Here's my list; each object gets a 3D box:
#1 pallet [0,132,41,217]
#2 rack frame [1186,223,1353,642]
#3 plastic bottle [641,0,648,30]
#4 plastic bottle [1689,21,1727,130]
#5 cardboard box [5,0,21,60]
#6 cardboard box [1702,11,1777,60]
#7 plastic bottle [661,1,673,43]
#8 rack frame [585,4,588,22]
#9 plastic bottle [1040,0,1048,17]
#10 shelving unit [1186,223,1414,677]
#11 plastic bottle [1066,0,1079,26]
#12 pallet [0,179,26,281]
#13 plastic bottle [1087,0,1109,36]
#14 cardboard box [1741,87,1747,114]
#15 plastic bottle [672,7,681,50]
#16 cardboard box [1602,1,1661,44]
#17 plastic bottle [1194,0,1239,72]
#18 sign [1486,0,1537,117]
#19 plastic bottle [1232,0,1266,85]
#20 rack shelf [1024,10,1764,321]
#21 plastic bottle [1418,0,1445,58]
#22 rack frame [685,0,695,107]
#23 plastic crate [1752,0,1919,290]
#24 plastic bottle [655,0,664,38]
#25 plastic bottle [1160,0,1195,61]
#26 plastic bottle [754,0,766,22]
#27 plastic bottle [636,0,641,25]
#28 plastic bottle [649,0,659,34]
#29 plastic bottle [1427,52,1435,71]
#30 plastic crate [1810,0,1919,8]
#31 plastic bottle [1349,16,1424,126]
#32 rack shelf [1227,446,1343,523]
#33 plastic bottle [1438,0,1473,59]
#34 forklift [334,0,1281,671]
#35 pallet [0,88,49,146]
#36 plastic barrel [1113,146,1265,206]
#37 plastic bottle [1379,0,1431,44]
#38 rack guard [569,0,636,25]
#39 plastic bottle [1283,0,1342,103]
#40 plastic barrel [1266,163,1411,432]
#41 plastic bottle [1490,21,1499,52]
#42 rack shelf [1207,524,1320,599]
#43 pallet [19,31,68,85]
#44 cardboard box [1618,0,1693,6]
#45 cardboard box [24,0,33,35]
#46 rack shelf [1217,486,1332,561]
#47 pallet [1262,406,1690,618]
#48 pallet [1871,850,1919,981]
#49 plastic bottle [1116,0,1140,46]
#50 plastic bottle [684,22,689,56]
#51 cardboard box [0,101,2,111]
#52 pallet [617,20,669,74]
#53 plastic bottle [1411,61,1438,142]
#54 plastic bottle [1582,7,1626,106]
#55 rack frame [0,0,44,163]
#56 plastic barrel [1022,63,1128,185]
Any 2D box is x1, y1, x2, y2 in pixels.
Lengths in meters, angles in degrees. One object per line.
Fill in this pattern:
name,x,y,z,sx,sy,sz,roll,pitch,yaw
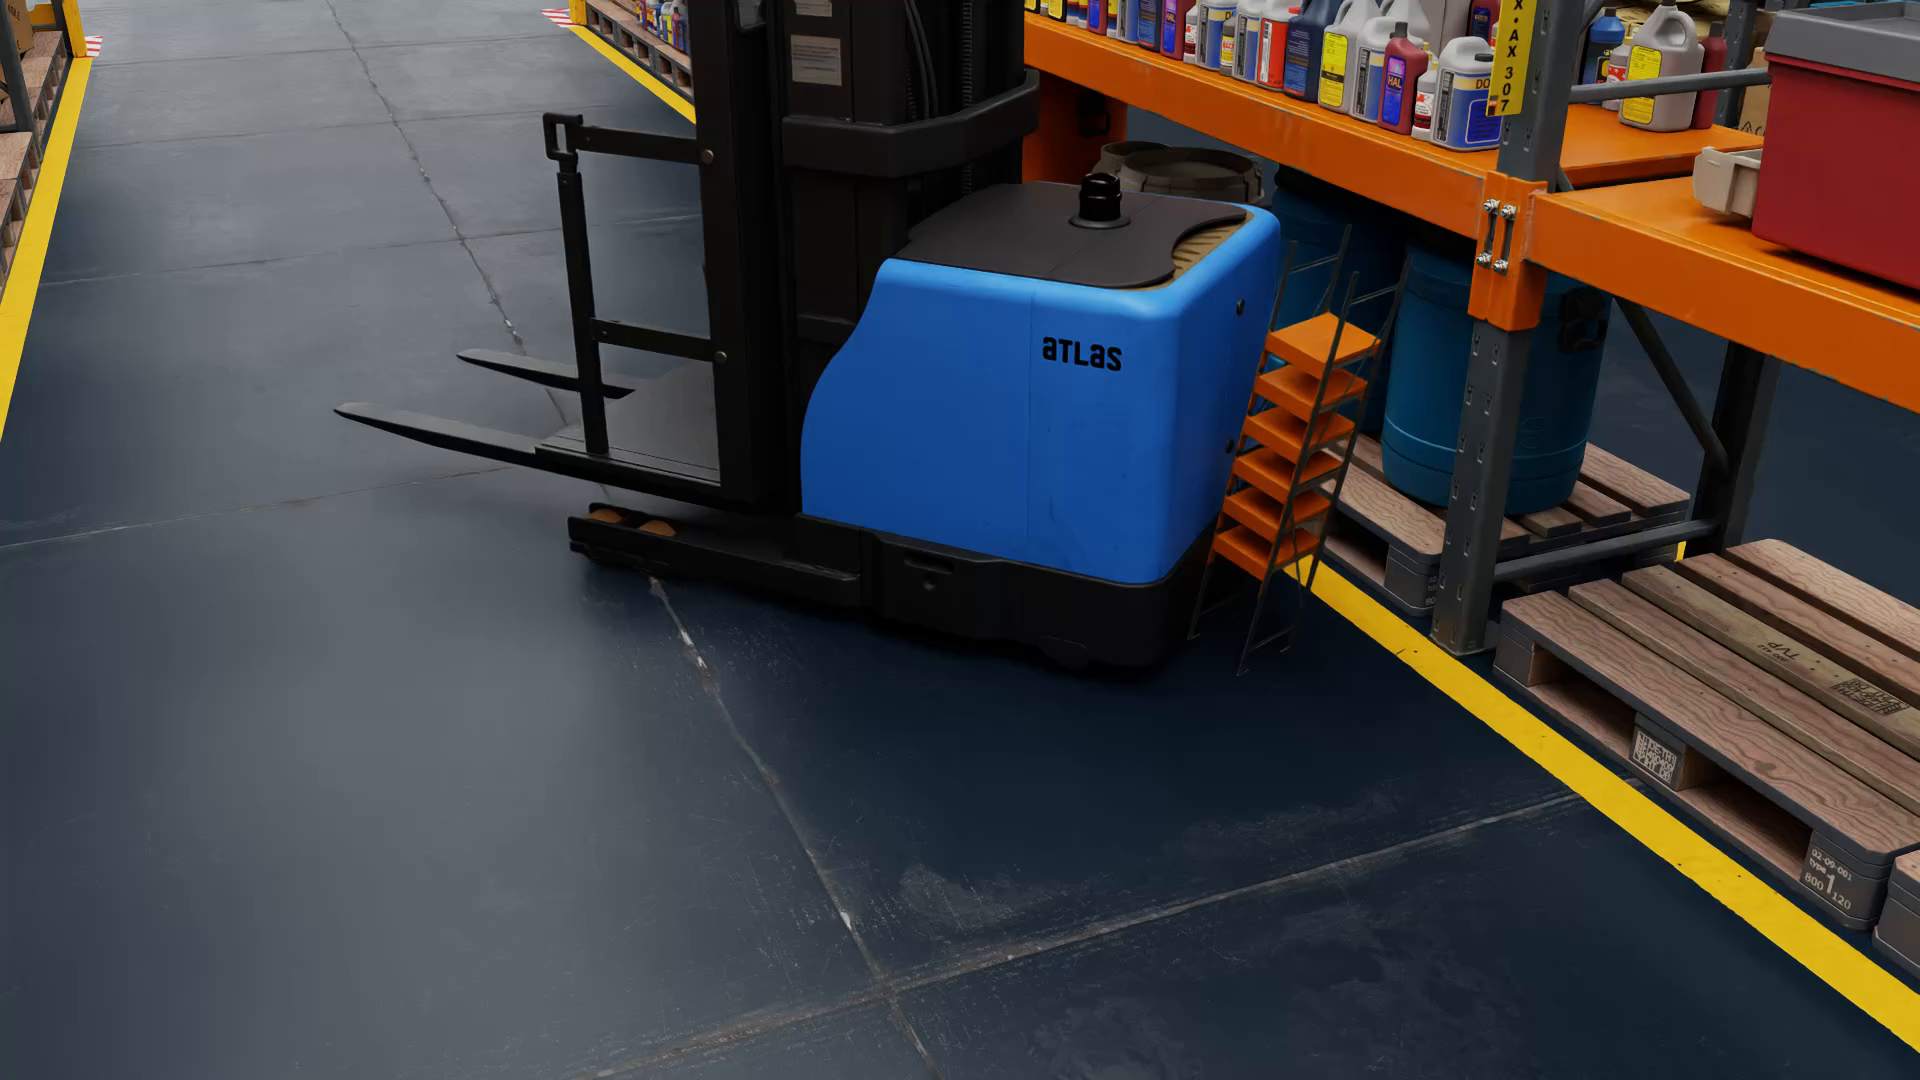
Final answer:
pallet,-5.584,-1.939,8.981,1.003,0.211,1.213,-11,28,-21
rack frame,0.793,-0.247,4.331,0.240,1.200,0.006,-22,45,-37
plastic bottle,-2.404,-4.069,12.760,0.061,0.283,0.133,-10,28,-20
plastic bottle,2.049,-1.297,4.620,0.061,0.283,0.133,-11,28,-21
cardboard box,-6.734,-3.440,11.247,0.500,0.500,0.500,-8,27,-16
cardboard box,4.858,-3.059,10.113,0.500,0.311,0.500,-10,28,-19
plastic bottle,-2.112,-3.816,12.249,0.152,0.276,0.135,-10,28,-20
rack frame,-2.899,-5.972,14.063,1.000,3.000,0.127,-11,28,-21
plastic bottle,0.359,-2.131,6.422,0.097,0.201,0.097,0,26,0
shelving unit,0.853,-0.202,4.279,0.258,1.200,0.189,-22,45,-37
plastic bottle,0.450,-2.069,6.216,0.097,0.271,0.097,0,26,0
pallet,-5.102,-1.446,7.971,1.003,0.211,1.213,-11,28,-21
plastic bottle,0.516,-1.985,6.031,0.061,0.283,0.133,-11,28,-21
cardboard box,4.858,-2.807,10.236,0.500,0.250,0.500,-11,28,-21
plastic bottle,-2.028,-3.681,11.965,0.061,0.283,0.133,-9,27,-17
cardboard box,4.152,-3.175,10.350,0.500,0.311,0.500,-11,28,-21
plastic bottle,0.864,-1.675,5.402,0.152,0.276,0.135,-11,28,-21
sign,1.293,-1.158,3.888,0.100,0.325,0.005,-11,28,-21
plastic bottle,0.955,-1.581,5.210,0.152,0.276,0.135,-11,28,-21
rack shelf,1.017,-1.612,5.952,1.077,0.370,4.000,-11,28,-21
plastic bottle,1.467,-1.672,5.397,0.152,0.276,0.135,-11,28,-21
rack frame,-1.333,-4.357,10.755,1.000,3.000,0.127,-11,28,-21
plastic crate,1.919,-0.780,3.287,0.402,0.464,0.583,-11,28,-21
plastic bottle,-2.223,-3.898,12.422,0.097,0.271,0.097,0,26,0
plastic bottle,0.732,-1.763,5.576,0.061,0.283,0.133,-11,28,-21
plastic bottle,-1.400,-3.737,12.003,0.144,0.351,0.185,-11,28,-21
plastic bottle,-2.476,-4.158,12.956,0.097,0.271,0.097,0,26,0
plastic bottle,-2.303,-3.980,12.590,0.097,0.271,0.097,0,26,0
plastic bottle,1.281,-1.248,4.614,0.097,0.201,0.097,0,26,0
plastic crate,2.297,-1.018,3.865,0.392,0.384,0.575,-11,28,-21
plastic bottle,1.205,-1.323,4.682,0.152,0.276,0.135,-11,28,-21
rack shelf,0.848,-0.166,4.304,0.258,0.103,0.180,-22,45,-37
plastic bottle,1.607,-1.698,5.450,0.152,0.276,0.135,-11,28,-21
forklift,-0.626,-1.399,4.775,3.031,2.935,1.130,12,29,23
pallet,-6.186,-2.518,10.167,1.003,0.211,1.213,-11,28,-21
plastic barrel,0.883,-1.197,6.553,0.600,0.588,0.708,-11,28,-21
plastic bottle,1.272,-1.445,4.847,0.144,0.351,0.185,-11,28,-21
rack guard,-2.826,-4.826,14.565,1.175,0.500,0.348,-11,28,-21
plastic bottle,1.067,-1.495,4.949,0.144,0.351,0.185,-11,28,-21
plastic barrel,1.325,-0.882,5.550,0.600,0.901,0.708,-11,28,-21
plastic bottle,1.730,-1.569,5.270,0.097,0.201,0.097,0,26,0
rack shelf,0.816,0.031,4.438,0.258,0.103,0.180,-22,45,-37
pallet,-7.141,-3.503,12.185,1.003,0.211,1.213,-11,28,-21
cardboard box,4.447,-3.476,10.967,0.500,0.311,0.500,-11,28,-22
cardboard box,-7.227,-3.932,12.254,0.500,0.500,0.500,-5,27,-11
rack shelf,0.832,-0.068,4.371,0.258,0.103,0.180,-22,45,-37
pallet,1.536,-0.193,5.405,1.003,0.211,1.213,-11,28,-21
pallet,2.605,0.909,3.148,1.003,0.211,1.213,-11,28,-21
plastic bottle,0.649,-1.897,5.857,0.152,0.276,0.135,-11,28,-21
plastic bottle,-1.850,-3.575,11.671,0.144,0.351,0.185,-11,28,-22
cardboard box,-6.010,-2.740,9.814,0.500,0.500,0.500,-11,28,-22
pallet,-2.039,-3.876,12.948,1.003,0.211,1.213,-11,28,-21
plastic bottle,1.278,-1.184,4.483,0.097,0.201,0.097,0,26,0
plastic bottle,1.897,-1.428,4.902,0.097,0.271,0.097,0,26,0
rack frame,-5.890,-3.506,9.012,1.000,3.000,0.127,-11,28,-21
plastic barrel,0.441,-1.761,7.434,0.600,0.830,0.708,-11,28,-21
